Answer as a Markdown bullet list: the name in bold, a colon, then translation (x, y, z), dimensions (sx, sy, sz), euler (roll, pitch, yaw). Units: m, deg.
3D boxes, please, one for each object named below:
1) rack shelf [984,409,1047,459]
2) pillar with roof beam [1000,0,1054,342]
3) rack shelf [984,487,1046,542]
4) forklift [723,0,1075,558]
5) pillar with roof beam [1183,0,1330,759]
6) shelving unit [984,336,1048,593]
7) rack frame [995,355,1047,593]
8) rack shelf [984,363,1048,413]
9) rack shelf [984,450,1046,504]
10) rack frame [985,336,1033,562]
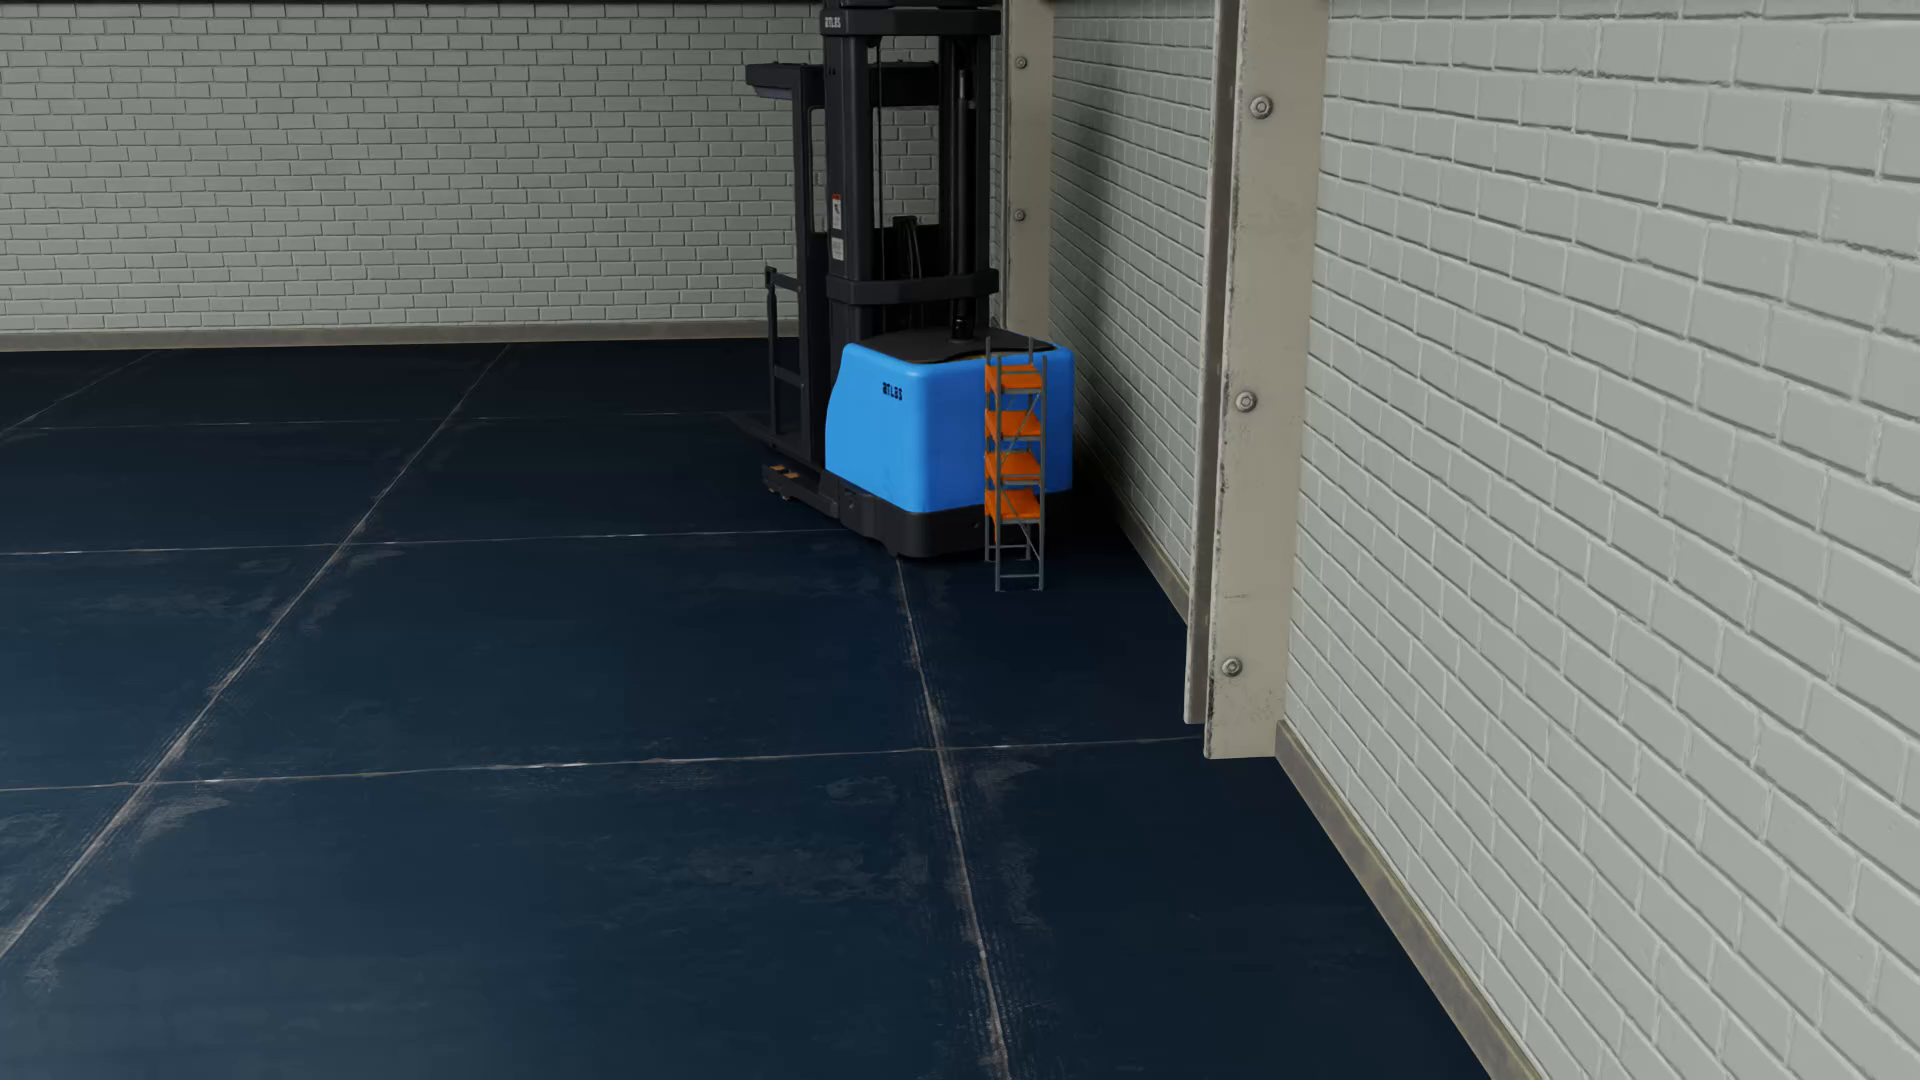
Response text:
- **rack shelf**: translation (0.275, -0.536, 8.359), dimensions (0.258, 0.148, 0.480), euler (-2, 18, -5)
- **pillar with roof beam**: translation (-3.809, -5.160, 10.590), dimensions (9.100, 9.000, 0.400), euler (-2, 18, -6)
- **rack shelf**: translation (0.275, -0.133, 8.485), dimensions (0.258, 0.148, 0.480), euler (-2, 18, -5)
- **forklift**: translation (-0.543, -1.695, 9.684), dimensions (1.130, 2.935, 3.031), euler (-10, 20, -28)
- **pillar with roof beam**: translation (-3.190, -3.373, 4.896), dimensions (9.100, 9.000, 0.400), euler (-2, 18, -6)
- **shelving unit**: translation (0.275, -0.387, 8.406), dimensions (0.258, 1.200, 0.503), euler (-2, 18, -5)
- **rack frame**: translation (0.298, -0.314, 8.174), dimensions (0.240, 1.200, 0.015), euler (-2, 18, -5)
- **rack shelf**: translation (0.275, -0.762, 8.288), dimensions (0.258, 0.148, 0.480), euler (-2, 18, -5)
- **rack shelf**: translation (0.275, -0.323, 8.426), dimensions (0.258, 0.148, 0.480), euler (-2, 18, -5)
- **rack frame**: translation (0.252, -0.460, 8.638), dimensions (0.240, 1.200, 0.015), euler (-2, 18, -5)
